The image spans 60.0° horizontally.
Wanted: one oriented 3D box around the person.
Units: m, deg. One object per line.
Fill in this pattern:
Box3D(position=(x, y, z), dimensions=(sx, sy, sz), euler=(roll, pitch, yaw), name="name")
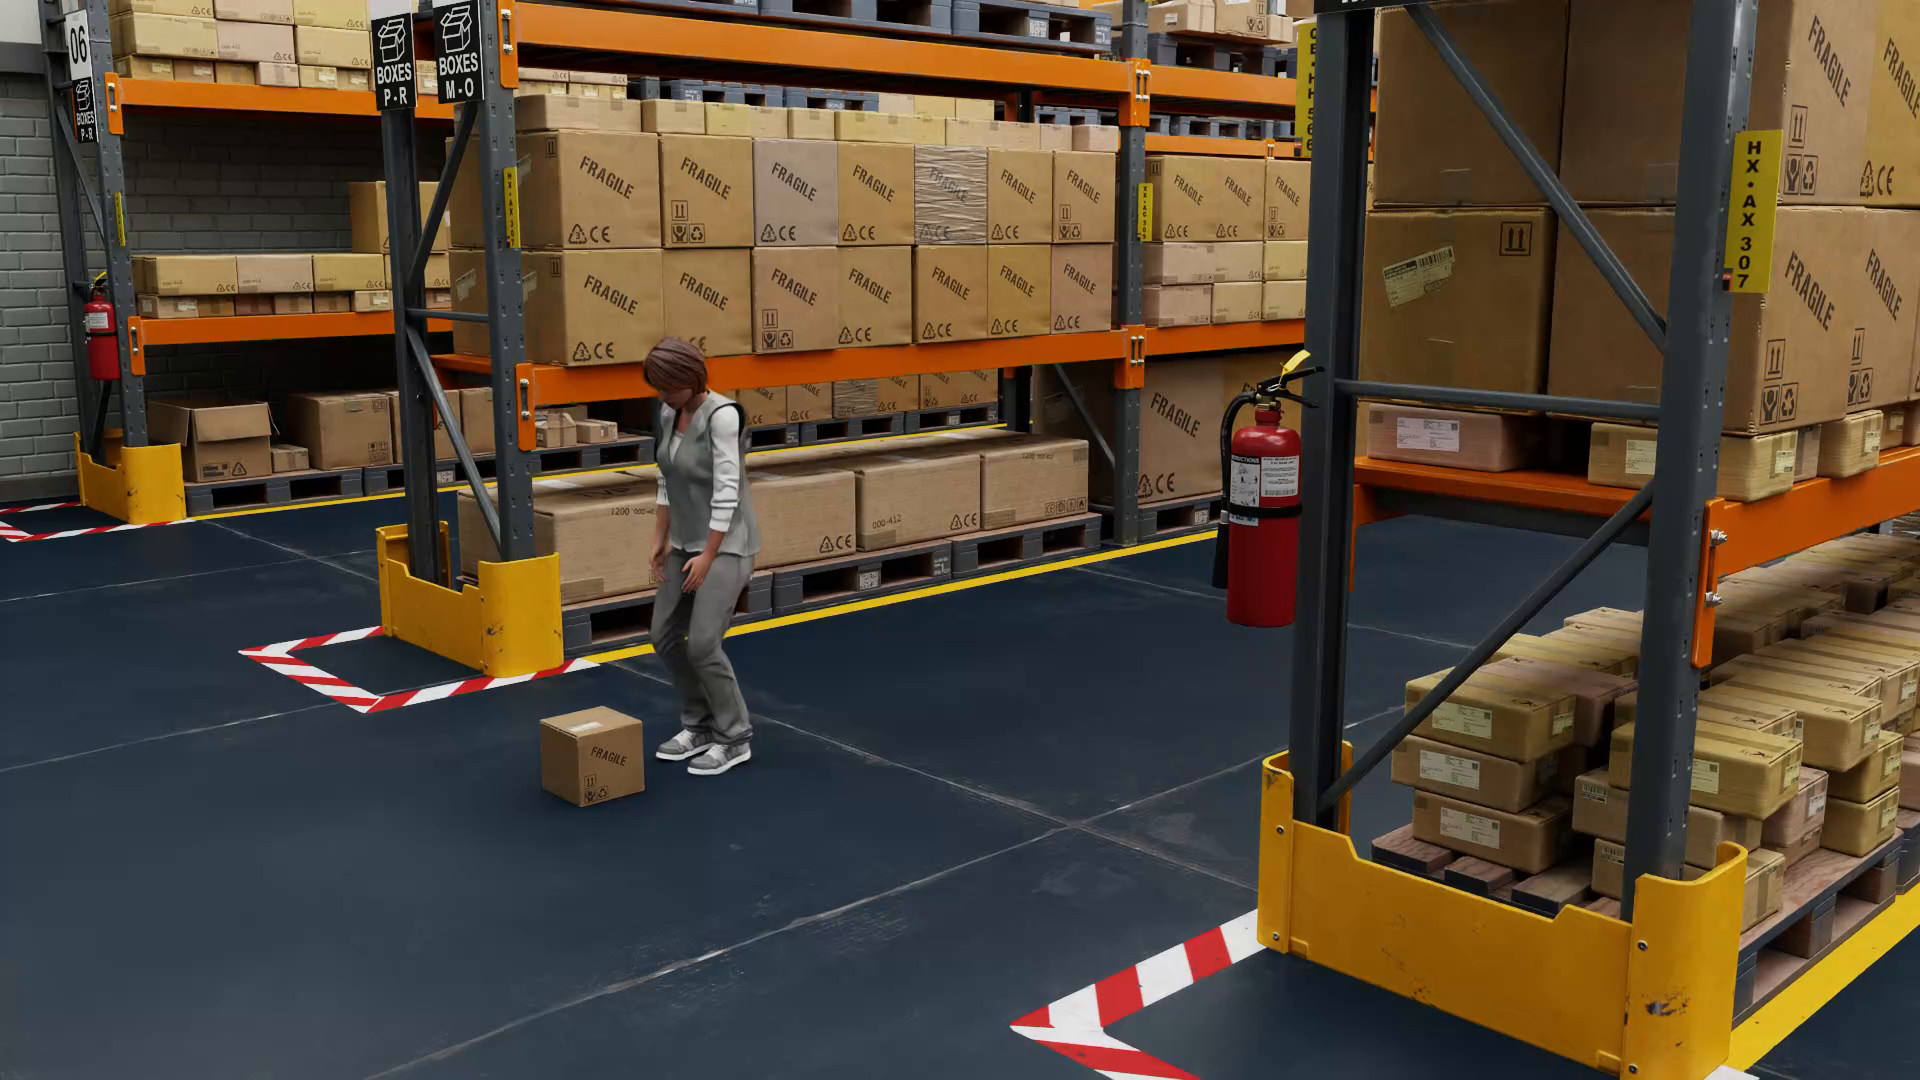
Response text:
Box3D(position=(-0.902, 0.061, 5.860), dimensions=(0.417, 1.523, 0.433), euler=(-10, 14, -41), name="person")
